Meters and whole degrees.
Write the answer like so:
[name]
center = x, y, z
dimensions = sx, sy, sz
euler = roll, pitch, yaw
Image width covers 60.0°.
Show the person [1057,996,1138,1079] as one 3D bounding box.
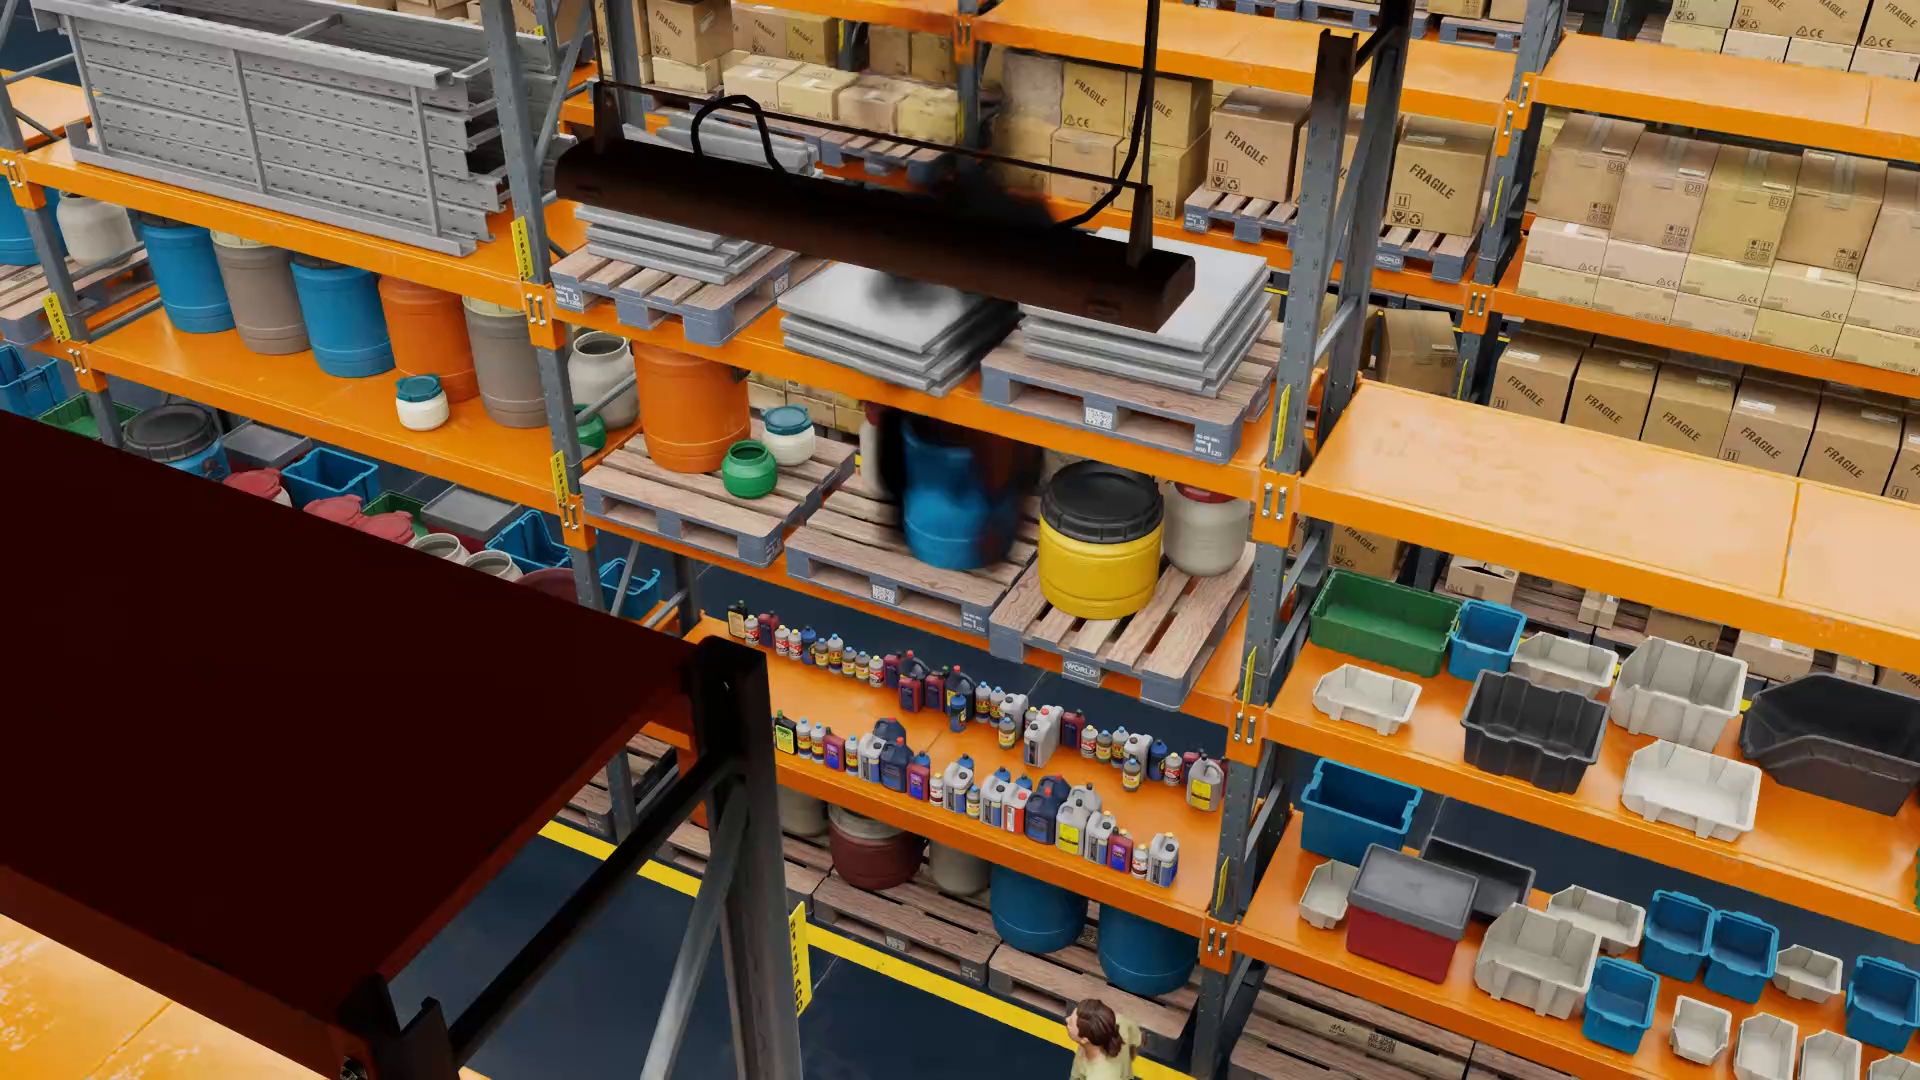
[person]
center = 0.722, 2.798, 8.016
dimensions = 0.672, 1.621, 0.609
euler = 13, 37, 18
